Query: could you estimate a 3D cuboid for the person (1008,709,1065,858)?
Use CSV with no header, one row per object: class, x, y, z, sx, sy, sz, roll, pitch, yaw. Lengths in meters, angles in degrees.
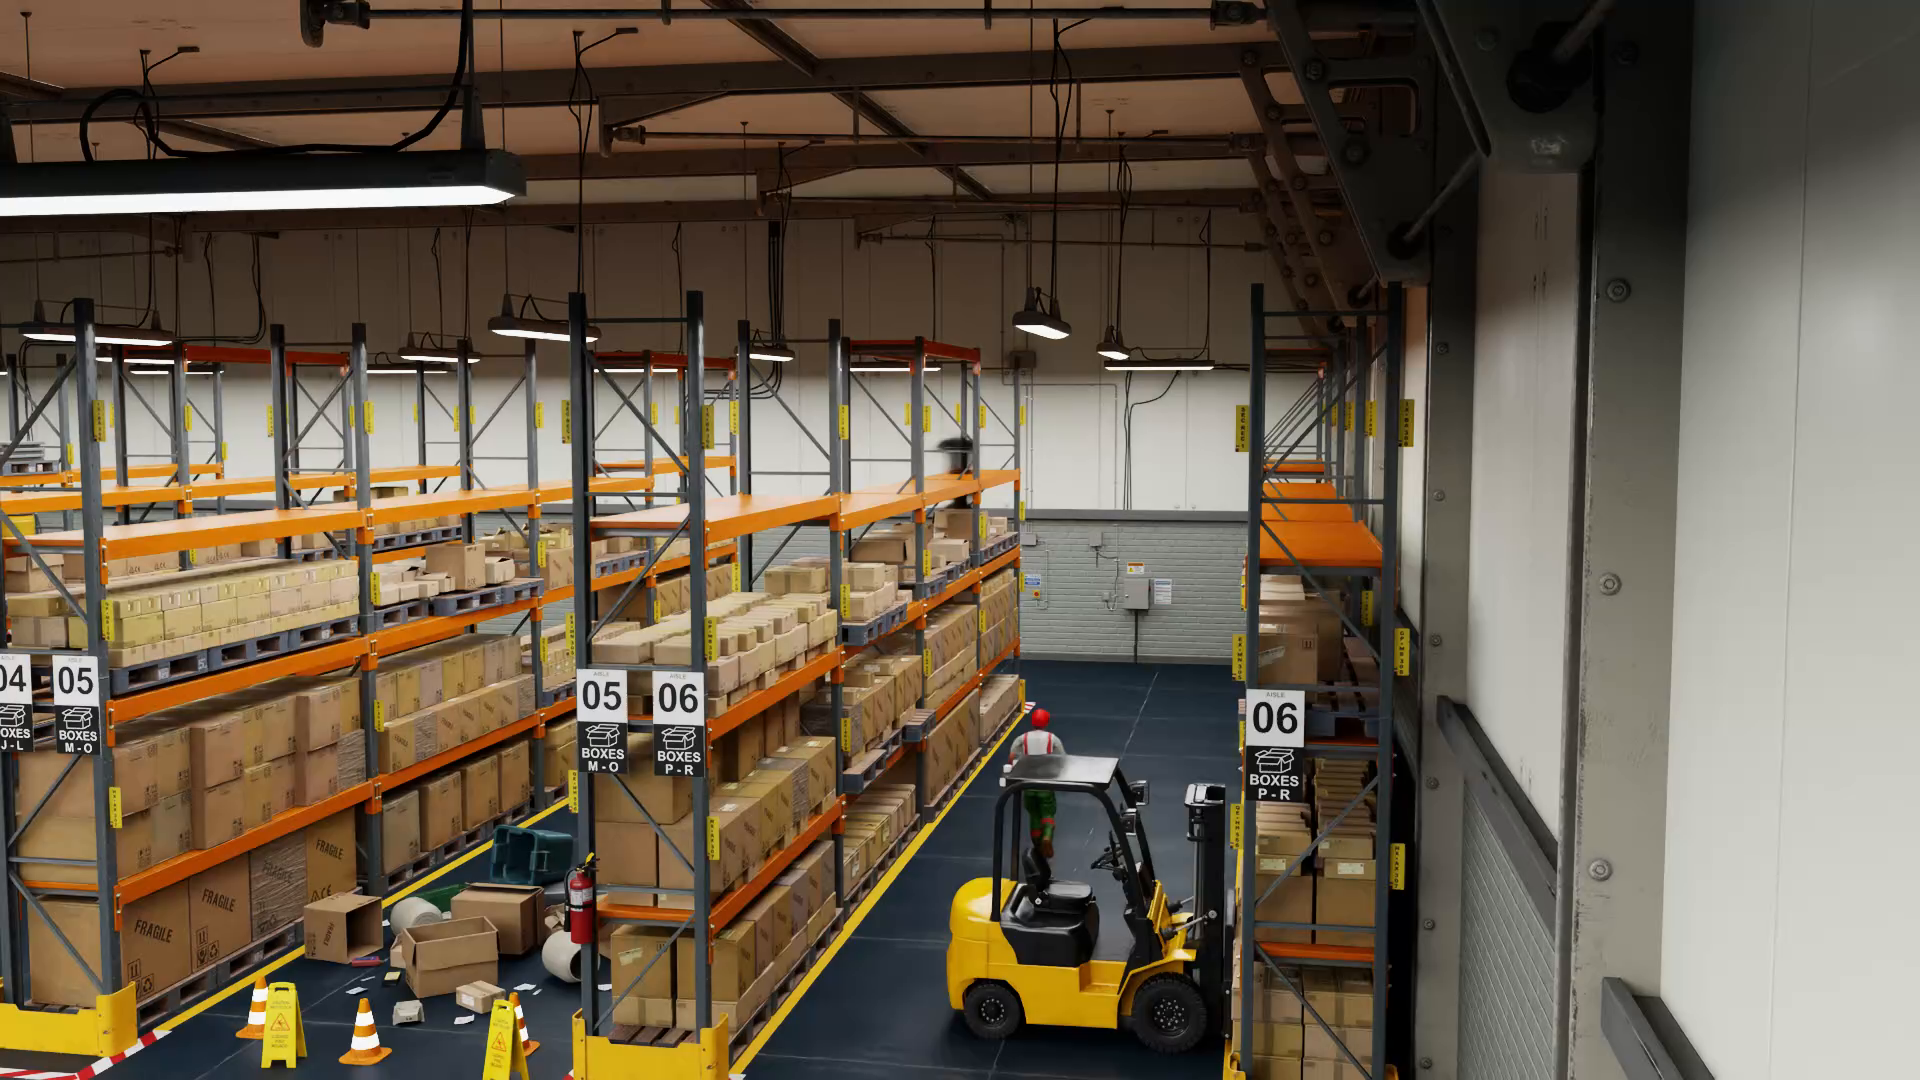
person,0.874,2.788,18.782,0.656,1.760,0.684,1,5,11
